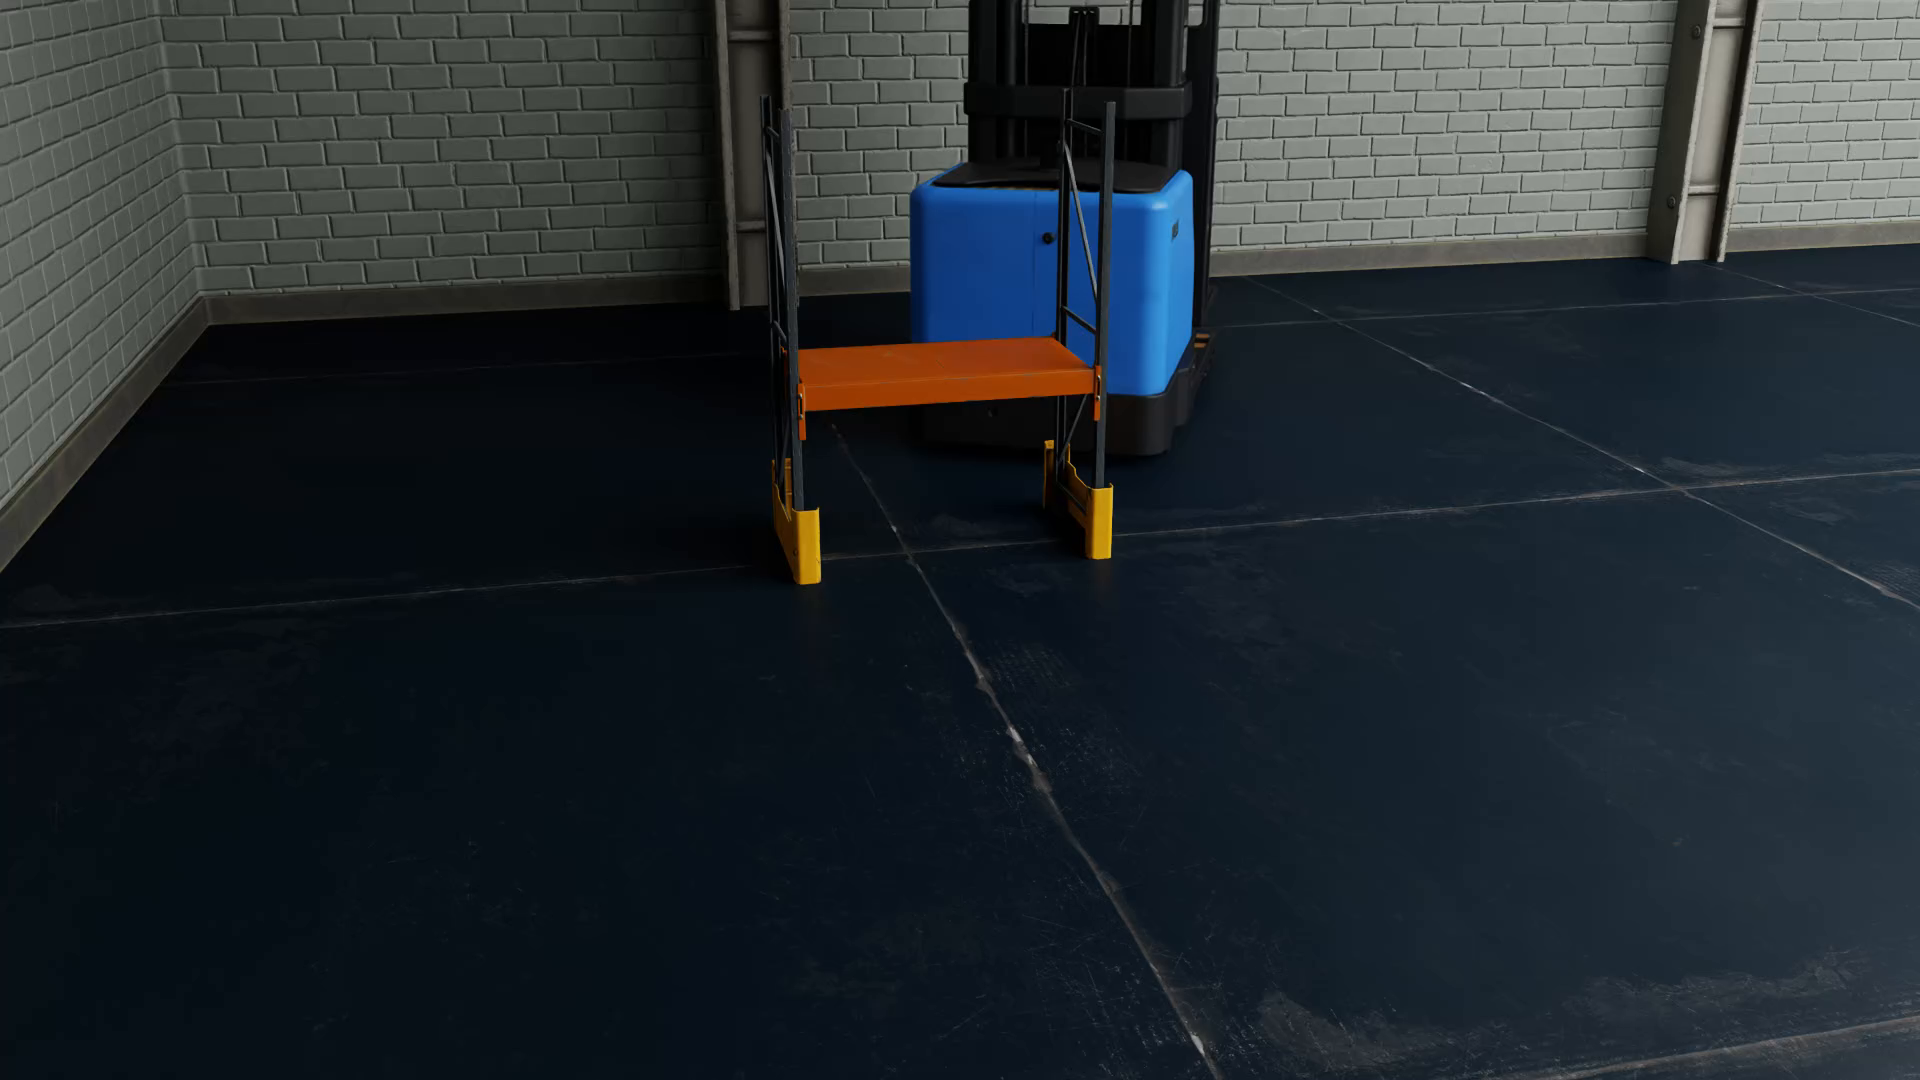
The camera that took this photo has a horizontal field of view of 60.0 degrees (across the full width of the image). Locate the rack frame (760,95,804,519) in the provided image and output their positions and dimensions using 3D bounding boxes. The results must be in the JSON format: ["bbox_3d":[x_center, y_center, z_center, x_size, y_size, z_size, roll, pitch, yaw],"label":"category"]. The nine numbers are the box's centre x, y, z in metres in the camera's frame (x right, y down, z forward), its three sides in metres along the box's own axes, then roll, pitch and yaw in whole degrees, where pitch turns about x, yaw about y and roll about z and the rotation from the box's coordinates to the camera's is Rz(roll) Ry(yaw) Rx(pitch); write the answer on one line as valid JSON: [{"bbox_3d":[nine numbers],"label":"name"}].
[{"bbox_3d":[-0.578,-0.657,5.428,0.032,1.500,0.500,-5,21,-12],"label":"rack frame"}]

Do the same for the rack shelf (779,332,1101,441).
[{"bbox_3d":[-0.083,-0.529,5.600,1.000,0.185,0.538,-5,21,-12],"label":"rack shelf"}]

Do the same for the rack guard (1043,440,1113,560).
[{"bbox_3d":[0.410,-0.151,5.863,0.087,0.250,0.587,-5,21,-12],"label":"rack guard"}]

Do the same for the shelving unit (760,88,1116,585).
[{"bbox_3d":[-0.074,-0.698,5.540,1.083,1.500,0.587,-5,21,-12],"label":"shelving unit"}]

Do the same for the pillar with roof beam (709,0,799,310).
[{"bbox_3d":[-0.147,-4.141,4.037,0.400,9.000,9.100,-5,21,-12],"label":"pillar with roof beam"}]

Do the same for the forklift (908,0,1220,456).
[{"bbox_3d":[0.634,-2.177,7.498,1.130,2.935,3.031,5,21,13],"label":"forklift"}]

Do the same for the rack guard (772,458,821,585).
[{"bbox_3d":[-0.559,-0.072,5.648,0.087,0.250,0.587,-5,21,-12],"label":"rack guard"}]

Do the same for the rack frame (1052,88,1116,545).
[{"bbox_3d":[0.412,-0.738,5.648,0.032,1.500,0.500,-5,21,-12],"label":"rack frame"}]

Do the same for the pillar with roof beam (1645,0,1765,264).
[{"bbox_3d":[5.692,-4.616,5.334,0.400,9.000,9.100,-5,21,-12],"label":"pillar with roof beam"}]
